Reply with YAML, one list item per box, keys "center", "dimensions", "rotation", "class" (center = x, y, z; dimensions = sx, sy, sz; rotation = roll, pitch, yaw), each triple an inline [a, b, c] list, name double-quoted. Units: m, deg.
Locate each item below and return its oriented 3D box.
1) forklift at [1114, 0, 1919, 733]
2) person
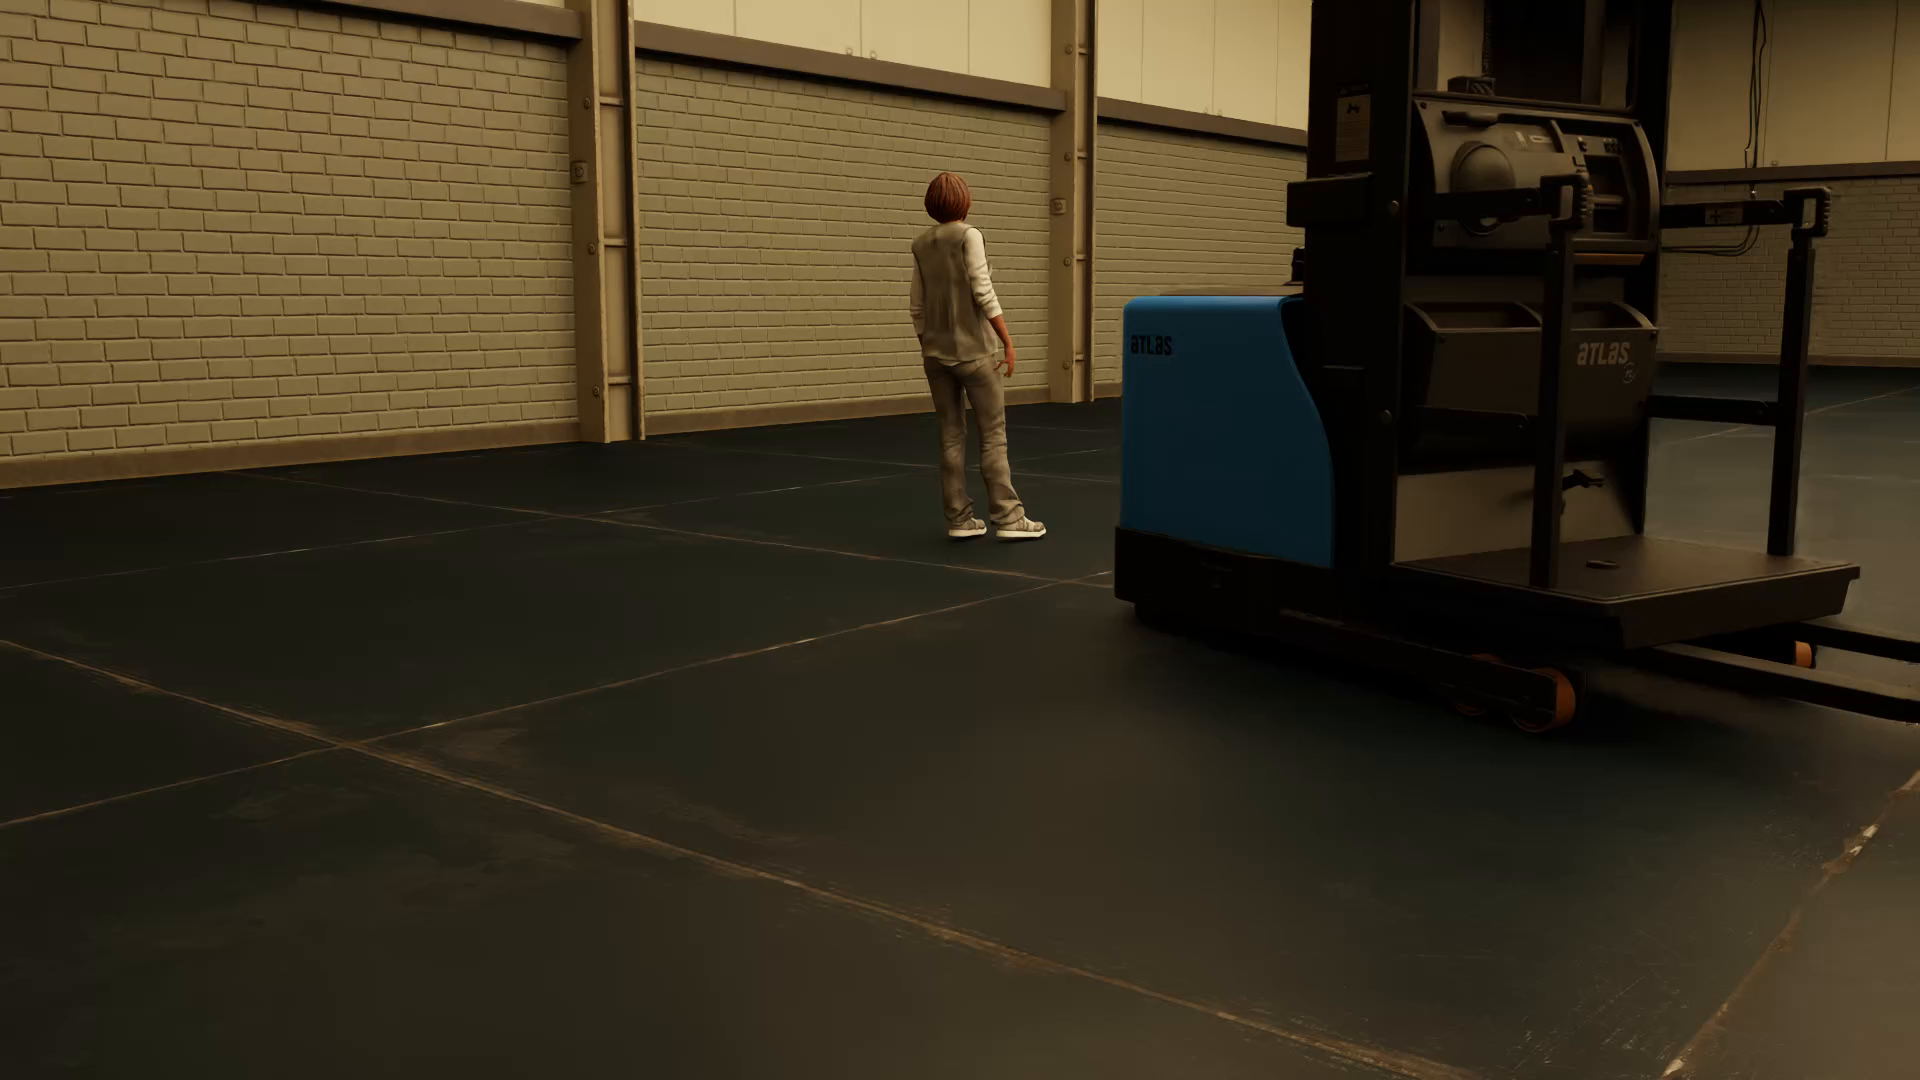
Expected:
- center: [1.723, -1.047, 4.436]
  dimensions: [1.130, 2.935, 3.031]
  rotation: [-5, 10, -31]
  class: "forklift"
- center: [0.057, -0.804, 7.336]
  dimensions: [0.520, 1.597, 0.475]
  rotation: [7, 11, 38]
  class: "person"
